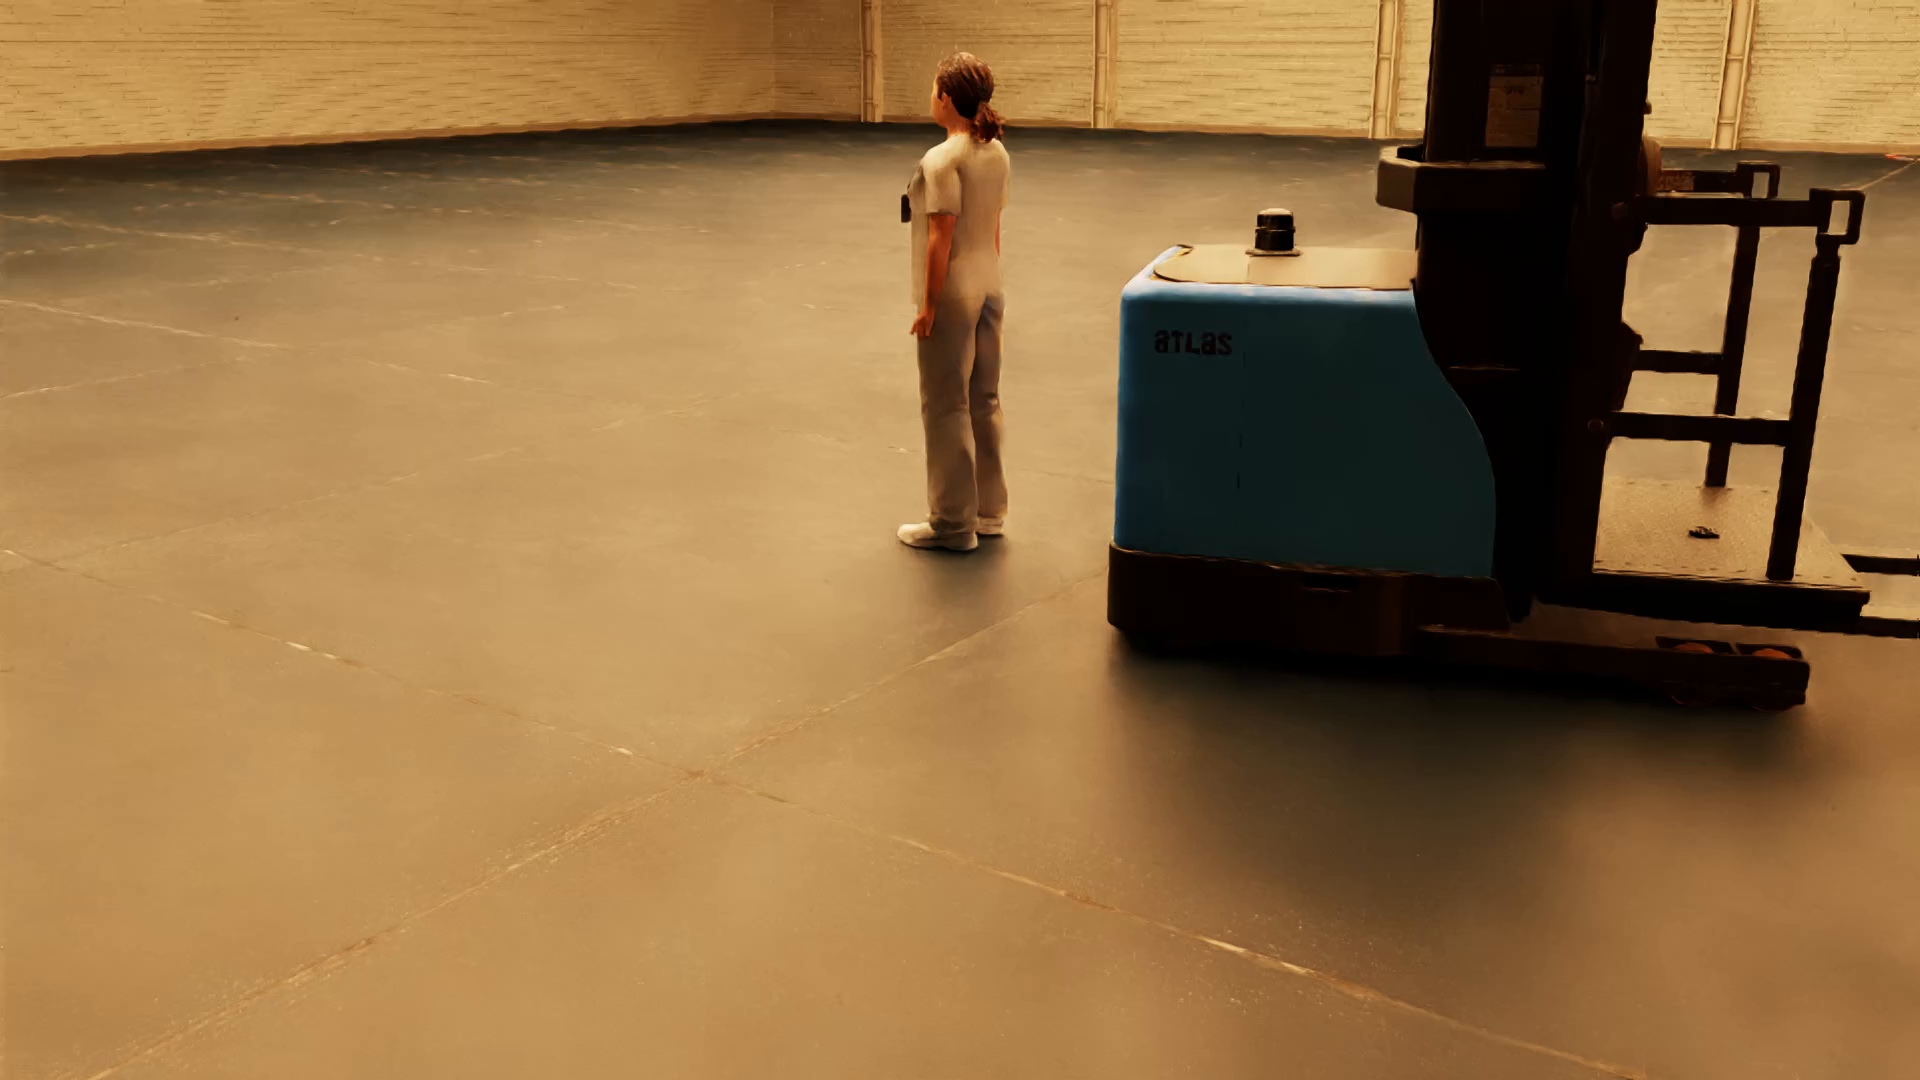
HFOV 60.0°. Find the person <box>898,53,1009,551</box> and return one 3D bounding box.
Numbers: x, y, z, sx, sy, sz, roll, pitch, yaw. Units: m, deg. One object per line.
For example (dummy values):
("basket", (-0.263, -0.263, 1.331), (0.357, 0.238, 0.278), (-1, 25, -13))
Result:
("person", (-0.008, -0.802, 5.713), (0.365, 1.673, 0.432), (11, 20, 33))

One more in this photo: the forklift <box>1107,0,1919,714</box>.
("forklift", (2.010, -1.113, 4.554), (3.031, 2.935, 1.130), (4, 17, 14))
